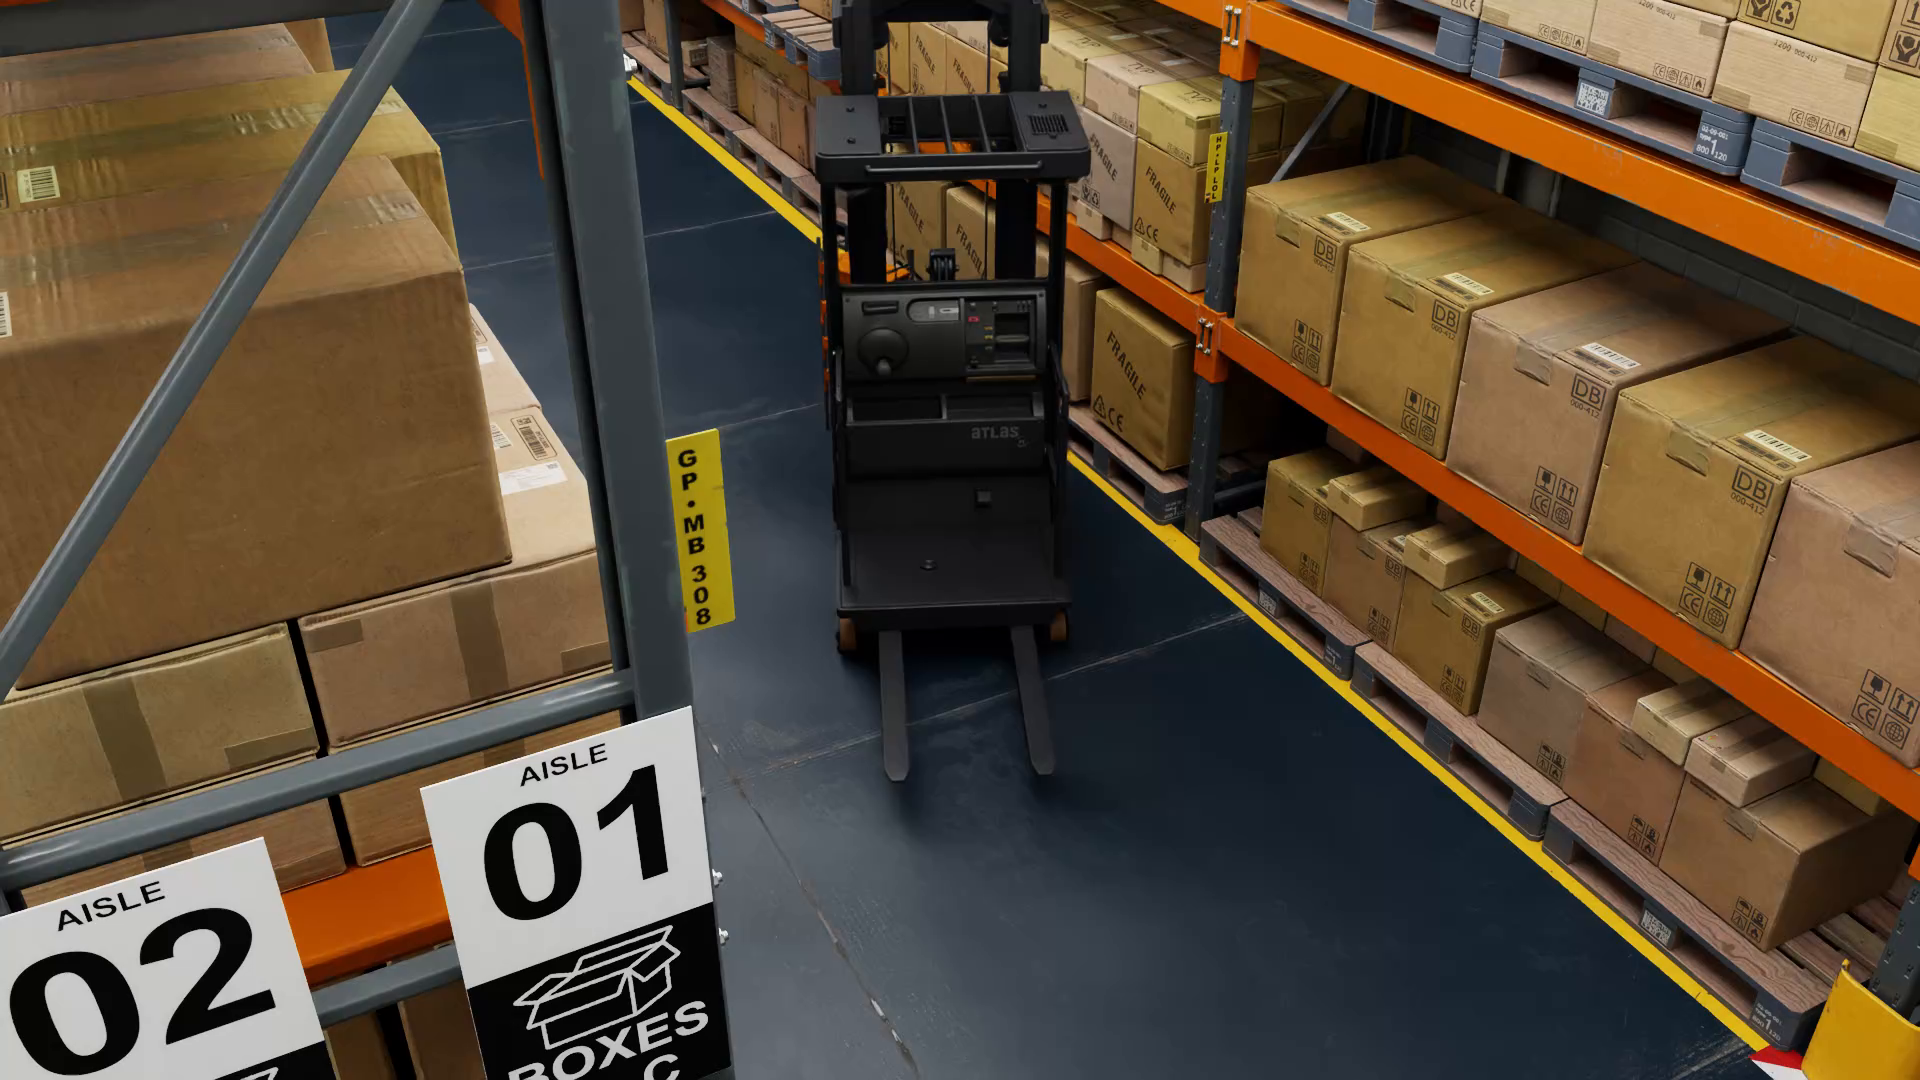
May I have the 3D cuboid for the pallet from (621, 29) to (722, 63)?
[{"bbox_3d":[-2.994,-4.933,16.254,1.003,0.211,1.213,-16,36,-23],"label":"pallet"}]

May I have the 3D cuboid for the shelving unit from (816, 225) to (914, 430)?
[{"bbox_3d":[-0.519,-1.115,9.379,0.503,1.200,0.258,24,40,33],"label":"shelving unit"}]

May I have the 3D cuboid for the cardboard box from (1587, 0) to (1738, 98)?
[{"bbox_3d":[2.452,-1.683,5.472,0.500,0.250,0.500,-17,36,-25],"label":"cardboard box"}]

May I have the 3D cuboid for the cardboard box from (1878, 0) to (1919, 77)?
[{"bbox_3d":[2.936,-1.501,4.494,0.500,0.500,0.500,-16,36,-23],"label":"cardboard box"}]

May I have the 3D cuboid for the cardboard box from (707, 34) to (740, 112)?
[{"bbox_3d":[-1.718,-3.998,14.119,0.700,0.500,0.500,-15,35,-22],"label":"cardboard box"}]

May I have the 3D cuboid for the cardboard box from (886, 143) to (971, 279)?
[{"bbox_3d":[0.016,-2.191,10.993,0.750,0.750,0.750,-16,36,-24],"label":"cardboard box"}]

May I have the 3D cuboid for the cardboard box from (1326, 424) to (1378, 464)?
[{"bbox_3d":[2.020,-0.529,8.121,0.380,0.149,0.250,-16,36,-23],"label":"cardboard box"}]

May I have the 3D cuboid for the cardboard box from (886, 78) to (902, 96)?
[{"bbox_3d":[-0.263,-2.991,10.852,0.380,0.149,0.250,-16,36,-24],"label":"cardboard box"}]

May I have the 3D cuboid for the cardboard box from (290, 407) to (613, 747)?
[{"bbox_3d":[-0.871,0.041,2.801,0.500,0.250,0.500,-16,36,-23],"label":"cardboard box"}]

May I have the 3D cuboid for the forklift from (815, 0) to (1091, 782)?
[{"bbox_3d":[-0.052,-0.888,7.419,1.130,2.935,3.031,-2,33,-3],"label":"forklift"}]

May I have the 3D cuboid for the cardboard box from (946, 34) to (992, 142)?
[{"bbox_3d":[0.255,-2.694,9.787,0.500,0.500,0.500,-16,36,-23],"label":"cardboard box"}]

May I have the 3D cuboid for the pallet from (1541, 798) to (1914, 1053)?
[{"bbox_3d":[3.077,1.326,6.484,1.003,0.211,1.213,-16,36,-23],"label":"pallet"}]

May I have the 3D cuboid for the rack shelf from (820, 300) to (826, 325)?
[{"bbox_3d":[-0.519,-1.247,9.294,0.480,0.148,0.258,24,40,33],"label":"rack shelf"}]

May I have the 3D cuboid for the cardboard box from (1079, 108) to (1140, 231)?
[{"bbox_3d":[0.969,-1.968,8.655,0.500,0.500,0.500,-16,36,-23],"label":"cardboard box"}]

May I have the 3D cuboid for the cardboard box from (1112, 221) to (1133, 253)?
[{"bbox_3d":[1.026,-1.637,8.739,0.380,0.149,0.250,-15,35,-22],"label":"cardboard box"}]

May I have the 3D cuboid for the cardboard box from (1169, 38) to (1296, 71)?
[{"bbox_3d":[1.420,-2.419,8.663,0.500,0.250,0.500,-15,36,-23],"label":"cardboard box"}]

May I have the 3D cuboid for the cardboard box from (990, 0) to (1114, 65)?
[{"bbox_3d":[0.504,-2.778,9.223,0.500,0.250,0.500,-17,36,-24],"label":"cardboard box"}]

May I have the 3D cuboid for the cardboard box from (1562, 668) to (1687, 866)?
[{"bbox_3d":[2.871,0.842,6.583,0.700,0.500,0.500,-16,36,-23],"label":"cardboard box"}]

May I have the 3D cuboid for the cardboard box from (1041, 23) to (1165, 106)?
[{"bbox_3d":[0.742,-2.535,8.844,0.500,0.250,0.500,-15,36,-22],"label":"cardboard box"}]

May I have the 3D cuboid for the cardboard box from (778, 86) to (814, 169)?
[{"bbox_3d":[-0.987,-3.272,12.986,0.700,0.500,0.500,-16,36,-23],"label":"cardboard box"}]

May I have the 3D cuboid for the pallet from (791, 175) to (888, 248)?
[{"bbox_3d":[-0.574,-2.503,12.461,1.003,0.211,1.213,-16,36,-23],"label":"pallet"}]

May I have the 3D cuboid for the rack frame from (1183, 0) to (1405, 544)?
[{"bbox_3d":[1.654,-1.395,8.146,1.000,3.000,0.127,-16,36,-23],"label":"rack frame"}]

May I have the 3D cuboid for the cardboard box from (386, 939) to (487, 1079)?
[{"bbox_3d":[-0.835,1.021,3.357,0.500,0.500,0.500,-15,35,-22],"label":"cardboard box"}]

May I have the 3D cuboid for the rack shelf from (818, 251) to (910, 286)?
[{"bbox_3d":[-0.519,-1.446,9.167,0.480,0.148,0.258,24,40,33],"label":"rack shelf"}]

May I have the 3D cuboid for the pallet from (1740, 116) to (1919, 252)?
[{"bbox_3d":[3.164,-1.063,4.930,1.003,0.211,1.213,-16,36,-23],"label":"pallet"}]

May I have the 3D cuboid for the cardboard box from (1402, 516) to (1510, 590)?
[{"bbox_3d":[2.153,0.049,7.220,0.380,0.149,0.250,-17,36,-24],"label":"cardboard box"}]

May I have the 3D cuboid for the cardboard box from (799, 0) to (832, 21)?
[{"bbox_3d":[-0.724,-4.013,11.732,0.700,0.500,0.500,-19,37,-28],"label":"cardboard box"}]

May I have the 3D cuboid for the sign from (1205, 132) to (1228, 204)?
[{"bbox_3d":[1.178,-1.708,7.635,0.100,0.325,0.005,-16,36,-23],"label":"sign"}]

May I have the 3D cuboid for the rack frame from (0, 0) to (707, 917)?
[{"bbox_3d":[-0.862,-0.764,1.601,1.000,3.000,0.127,-16,36,-23],"label":"rack frame"}]

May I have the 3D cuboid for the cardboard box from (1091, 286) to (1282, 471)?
[{"bbox_3d":[1.236,-0.944,9.046,0.750,0.750,0.750,-15,36,-23],"label":"cardboard box"}]

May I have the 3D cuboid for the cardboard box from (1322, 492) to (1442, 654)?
[{"bbox_3d":[2.143,0.104,7.735,0.700,0.500,0.500,-16,36,-24],"label":"cardboard box"}]

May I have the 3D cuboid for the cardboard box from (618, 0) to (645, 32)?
[{"bbox_3d":[-3.135,-5.267,16.099,0.700,0.500,0.500,-18,37,-26],"label":"cardboard box"}]

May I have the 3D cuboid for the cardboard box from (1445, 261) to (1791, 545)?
[{"bbox_3d":[2.576,-0.564,6.571,0.980,0.700,0.700,-18,37,-25],"label":"cardboard box"}]

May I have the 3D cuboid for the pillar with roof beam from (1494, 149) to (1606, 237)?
[{"bbox_3d":[-1.063,-2.721,4.656,9.100,9.000,0.400,-16,36,-23],"label":"pillar with roof beam"}]

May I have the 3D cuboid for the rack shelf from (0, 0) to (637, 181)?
[{"bbox_3d":[-1.794,-1.414,3.286,1.077,0.370,4.000,-16,36,-23],"label":"rack shelf"}]

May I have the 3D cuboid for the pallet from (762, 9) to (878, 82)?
[{"bbox_3d":[-0.638,-3.536,11.667,1.213,0.211,1.003,-16,36,-23],"label":"pallet"}]

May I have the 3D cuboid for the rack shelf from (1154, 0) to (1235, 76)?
[{"bbox_3d":[0.721,-3.309,9.021,1.077,0.370,4.000,-16,36,-23],"label":"rack shelf"}]

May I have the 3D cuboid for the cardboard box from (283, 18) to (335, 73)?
[{"bbox_3d":[-1.752,-0.939,3.635,0.700,0.500,0.500,-16,36,-23],"label":"cardboard box"}]

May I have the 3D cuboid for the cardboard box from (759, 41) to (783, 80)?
[{"bbox_3d":[-1.264,-3.857,13.204,0.500,0.250,0.500,-17,36,-24],"label":"cardboard box"}]

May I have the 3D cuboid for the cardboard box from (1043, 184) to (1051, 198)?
[{"bbox_3d":[0.692,-2.005,9.313,0.380,0.149,0.250,-17,36,-24],"label":"cardboard box"}]

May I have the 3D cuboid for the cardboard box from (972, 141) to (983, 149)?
[{"bbox_3d":[0.251,-2.510,10.101,0.380,0.149,0.250,-15,36,-22],"label":"cardboard box"}]

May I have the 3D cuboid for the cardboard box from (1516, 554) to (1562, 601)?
[{"bbox_3d":[2.629,0.092,7.153,0.380,0.149,0.250,-17,36,-24],"label":"cardboard box"}]

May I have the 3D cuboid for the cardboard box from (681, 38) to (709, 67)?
[{"bbox_3d":[-2.352,-4.453,15.138,0.380,0.166,0.250,-21,38,-29],"label":"cardboard box"}]

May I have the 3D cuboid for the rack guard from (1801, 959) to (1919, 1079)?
[{"bbox_3d":[3.530,1.578,5.823,1.175,0.500,0.348,-16,36,-23],"label":"rack guard"}]

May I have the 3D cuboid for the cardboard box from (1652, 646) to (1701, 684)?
[{"bbox_3d":[2.986,0.456,6.584,0.380,0.149,0.250,-16,36,-23],"label":"cardboard box"}]

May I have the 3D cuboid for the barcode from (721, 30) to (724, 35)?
[{"bbox_3d":[-2.207,-4.708,15.488,0.001,0.075,0.075,-16,36,-23],"label":"barcode"}]

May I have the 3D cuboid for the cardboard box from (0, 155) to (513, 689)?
[{"bbox_3d":[-1.116,-0.205,2.490,0.700,0.500,0.500,-16,36,-23],"label":"cardboard box"}]
